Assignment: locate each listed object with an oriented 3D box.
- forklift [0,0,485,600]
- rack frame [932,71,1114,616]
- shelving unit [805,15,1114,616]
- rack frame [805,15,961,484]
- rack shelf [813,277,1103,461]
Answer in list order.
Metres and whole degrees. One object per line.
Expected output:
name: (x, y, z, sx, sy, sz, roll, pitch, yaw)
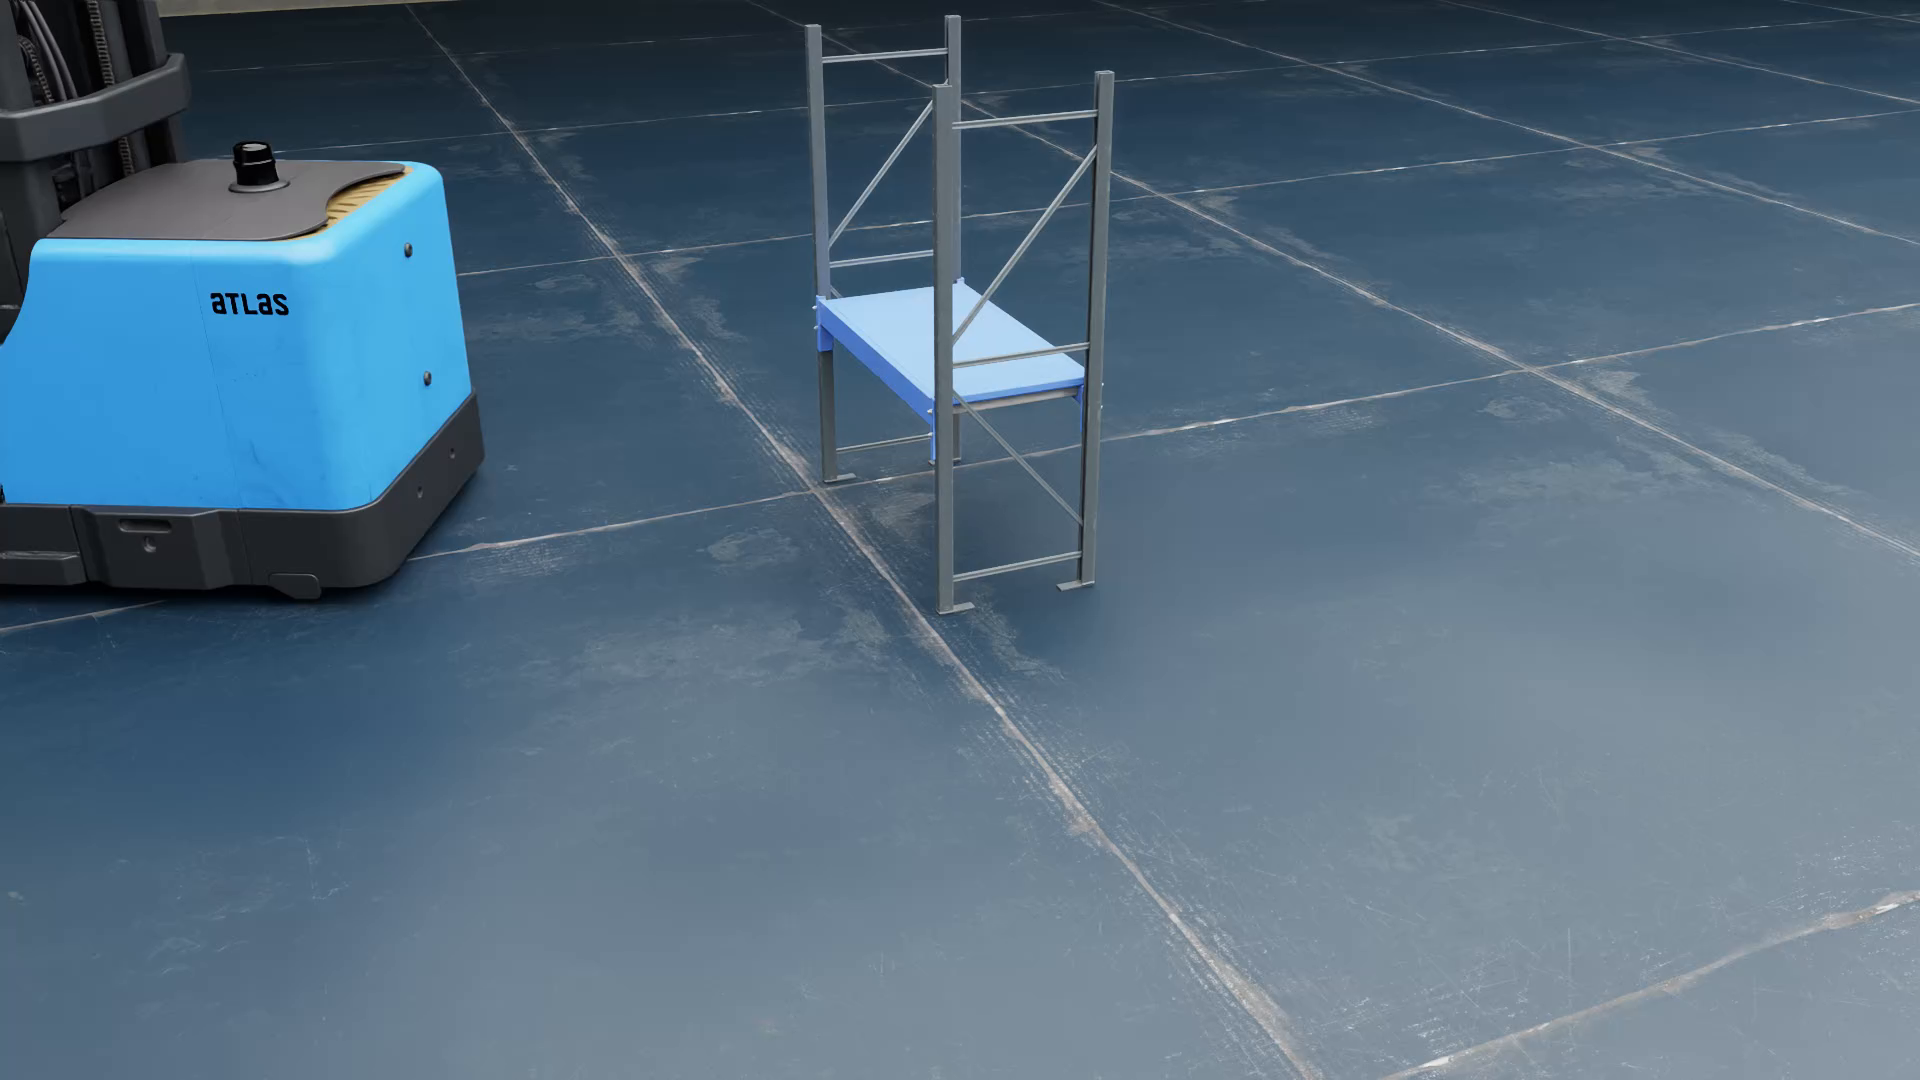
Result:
forklift: (-3.152, -1.378, 4.731, 3.031, 2.935, 1.130, 1, 26, 3)
rack frame: (0.166, -0.503, 4.571, 0.500, 1.500, 0.032, -11, 28, -21)
shelving unit: (-0.033, -0.708, 4.991, 0.538, 1.500, 1.048, -11, 28, -21)
rack frame: (-0.233, -0.914, 5.412, 0.500, 1.500, 0.032, -11, 28, -21)
rack shelf: (-0.033, -0.547, 5.070, 0.538, 0.185, 1.000, -11, 28, -21)
